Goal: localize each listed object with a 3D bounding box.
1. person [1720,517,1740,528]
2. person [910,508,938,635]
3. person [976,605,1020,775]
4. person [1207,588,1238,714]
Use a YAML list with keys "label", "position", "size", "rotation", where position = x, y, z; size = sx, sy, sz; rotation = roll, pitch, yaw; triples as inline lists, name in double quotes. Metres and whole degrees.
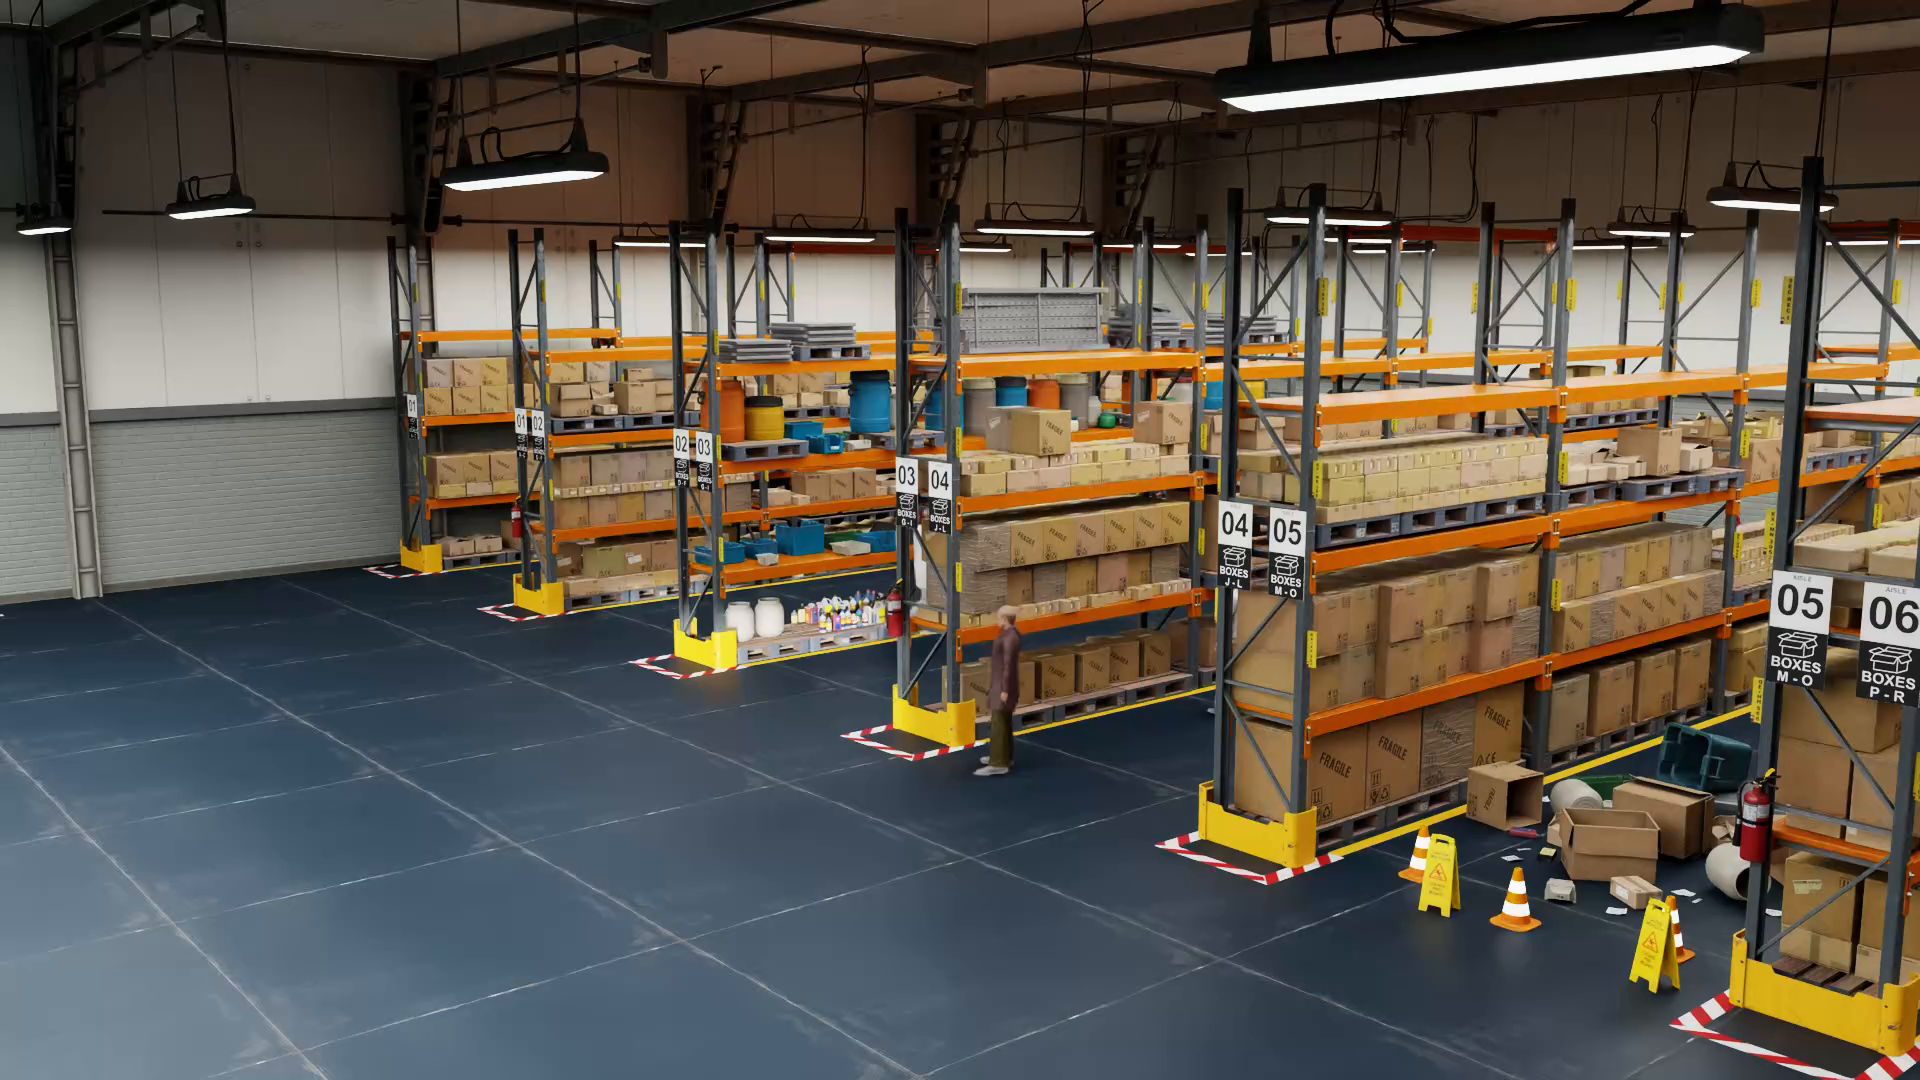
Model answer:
- label: "person"
  position: [11.414, 0.491, 24.752]
  size: [0.975, 1.742, 0.651]
  rotation: [-8, 12, -41]
- label: "person"
  position: [-0.471, 0.451, 23.133]
  size: [0.557, 1.824, 0.584]
  rotation: [-1, 9, -7]
- label: "person"
  position: [0.406, 1.635, 17.779]
  size: [0.464, 1.706, 0.619]
  rotation: [0, 9, 2]
- label: "person"
  position: [3.300, 1.191, 20.148]
  size: [0.484, 1.790, 0.622]
  rotation: [3, 9, 19]
